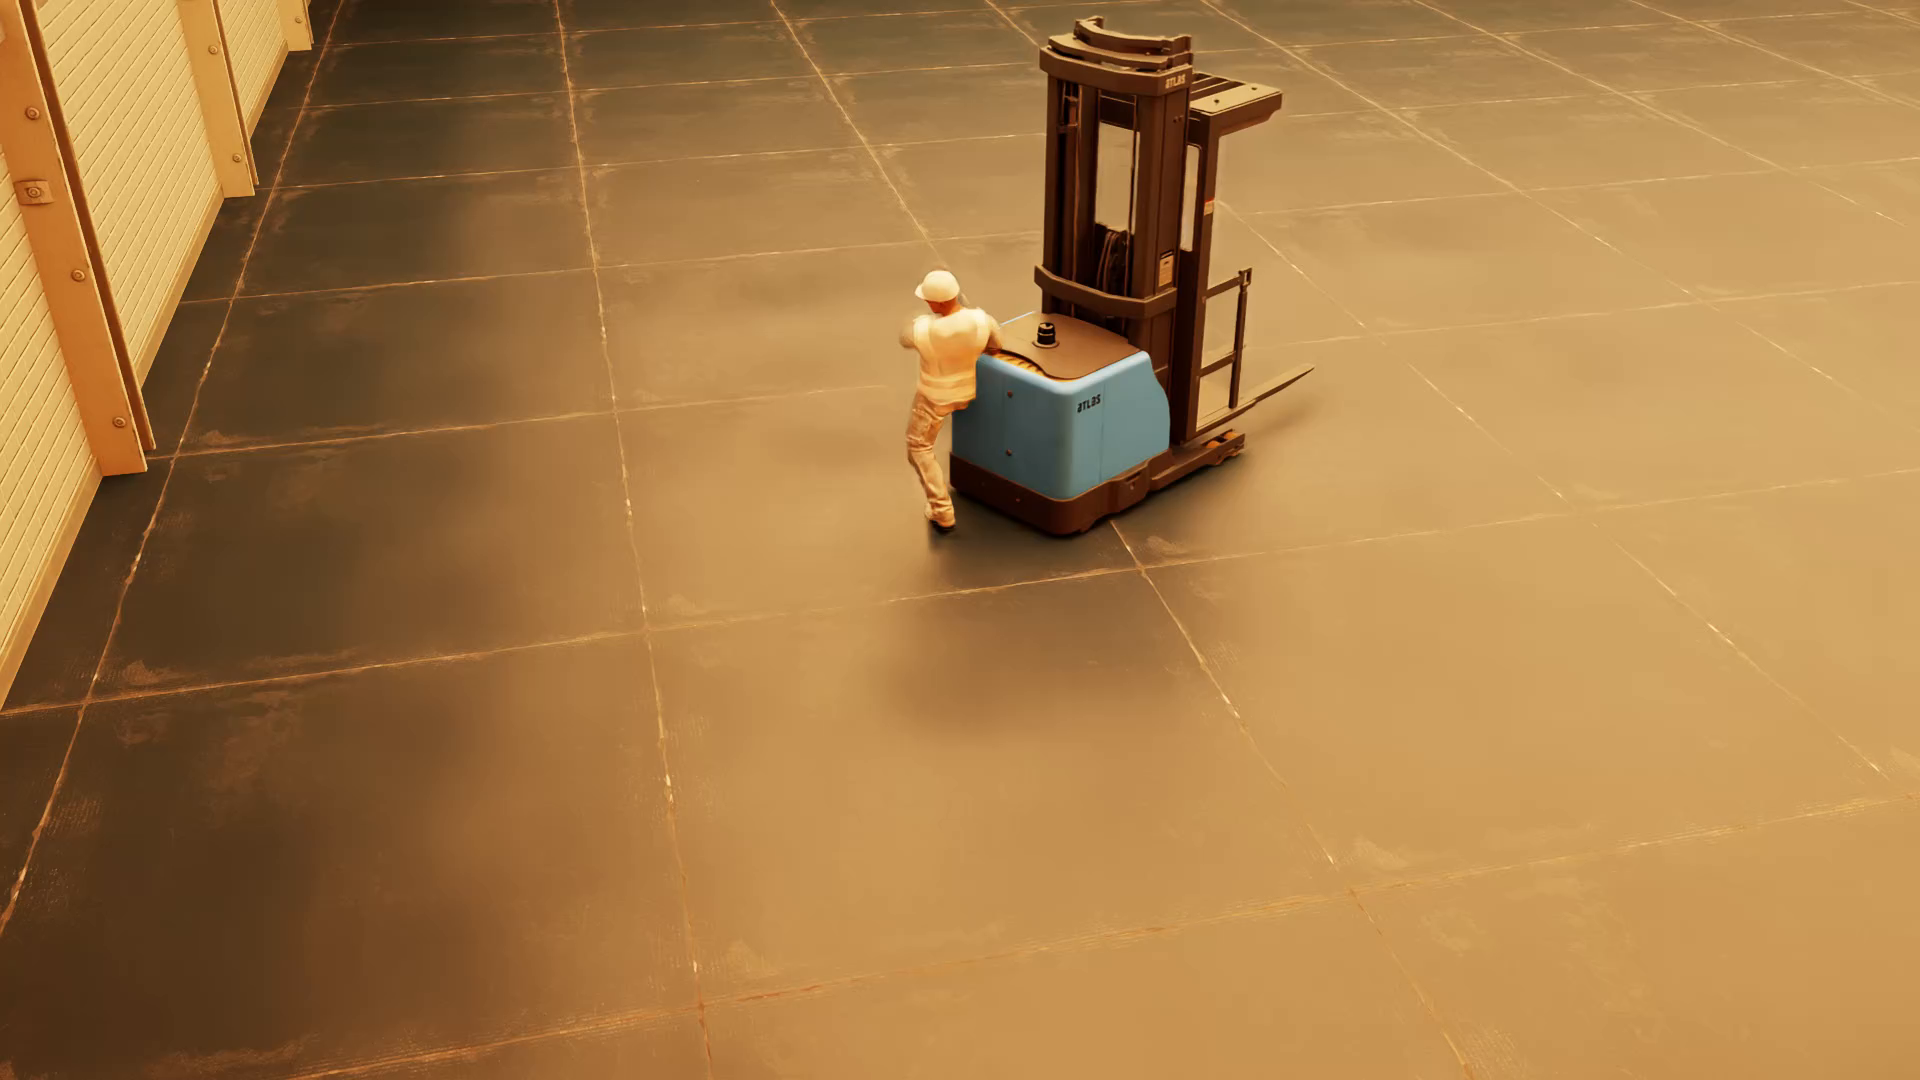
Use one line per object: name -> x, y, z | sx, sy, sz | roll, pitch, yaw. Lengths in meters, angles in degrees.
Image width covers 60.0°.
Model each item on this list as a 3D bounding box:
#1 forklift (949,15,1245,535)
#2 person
forklift -> 1.323, -1.940, 10.926 | 1.130, 2.935, 3.031 | 26, 39, 37
person -> -0.011, -0.993, 10.608 | 0.797, 1.639, 0.878 | -15, 33, -25
